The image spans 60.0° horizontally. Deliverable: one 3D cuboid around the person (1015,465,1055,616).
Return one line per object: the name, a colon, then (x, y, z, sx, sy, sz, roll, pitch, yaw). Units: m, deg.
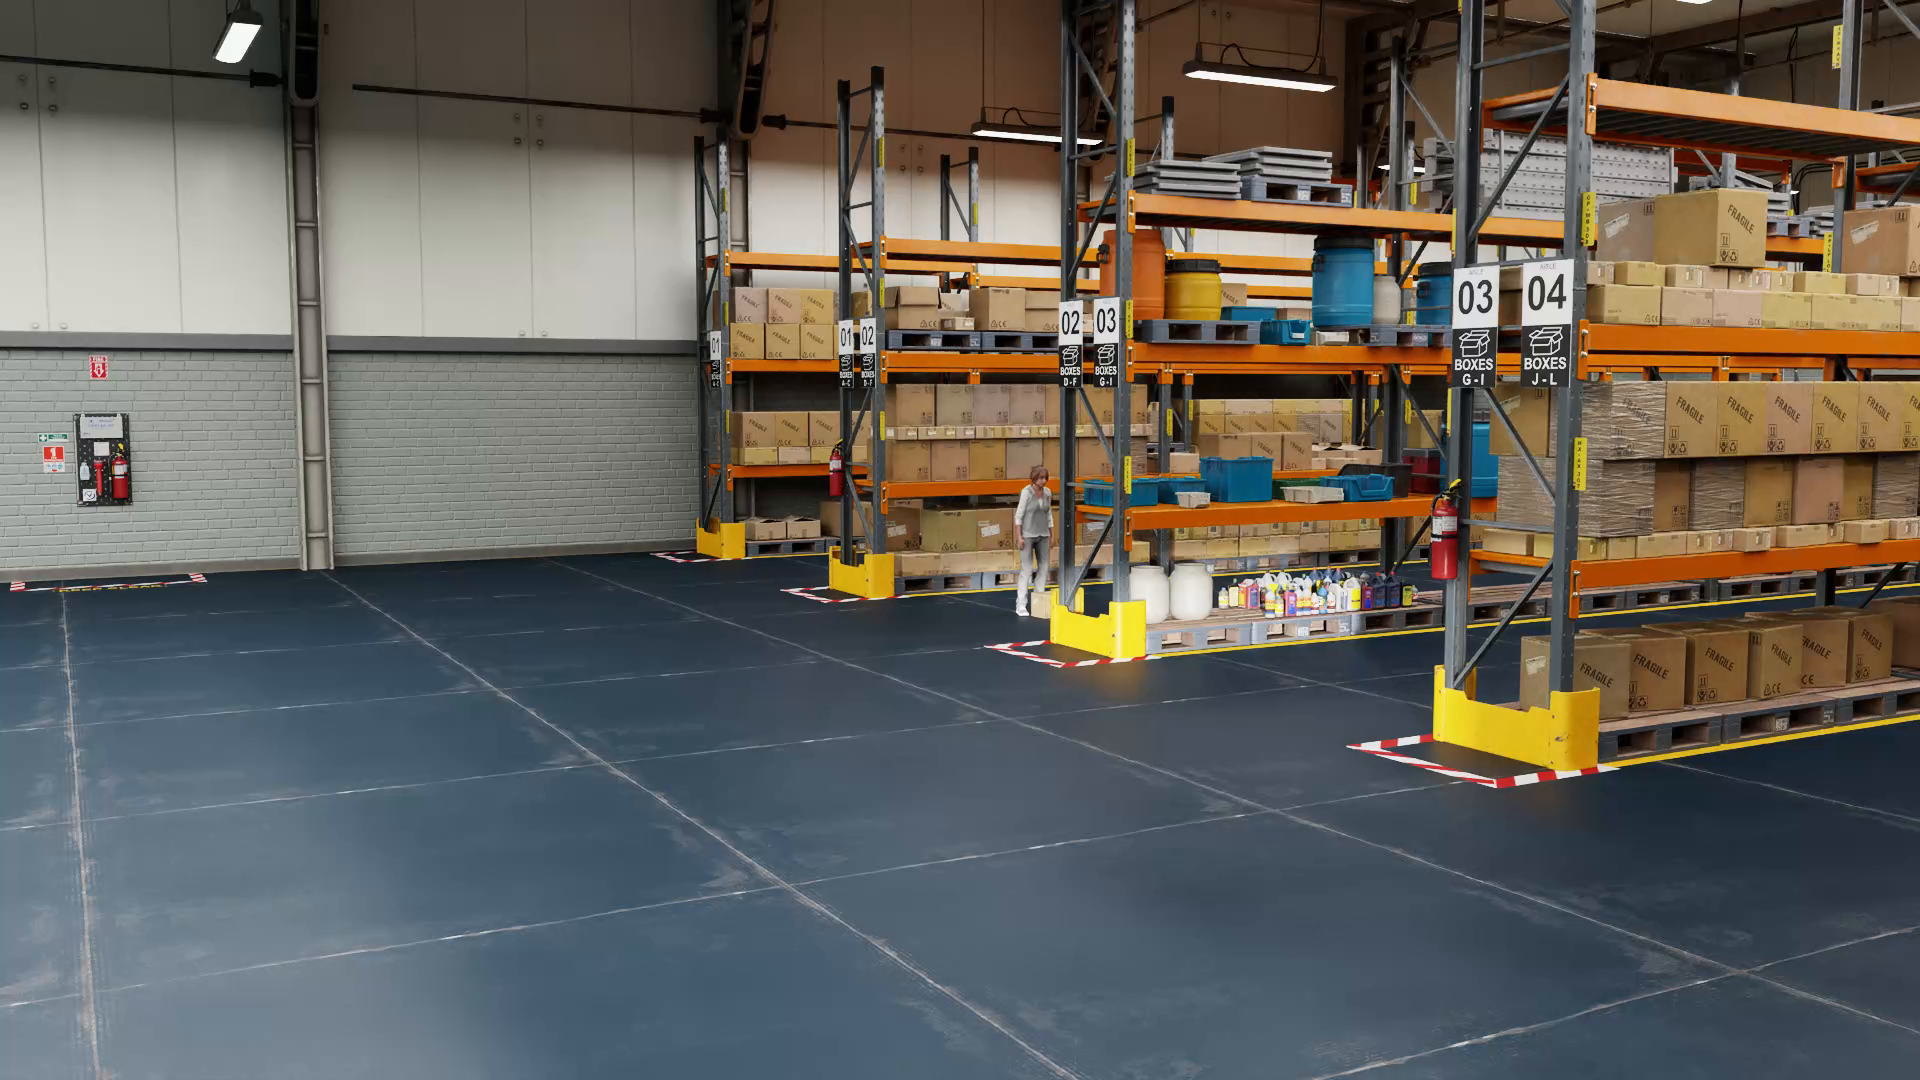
person: (0.799, -0.003, 17.688, 0.467, 1.592, 0.350, -3, 6, -29)
